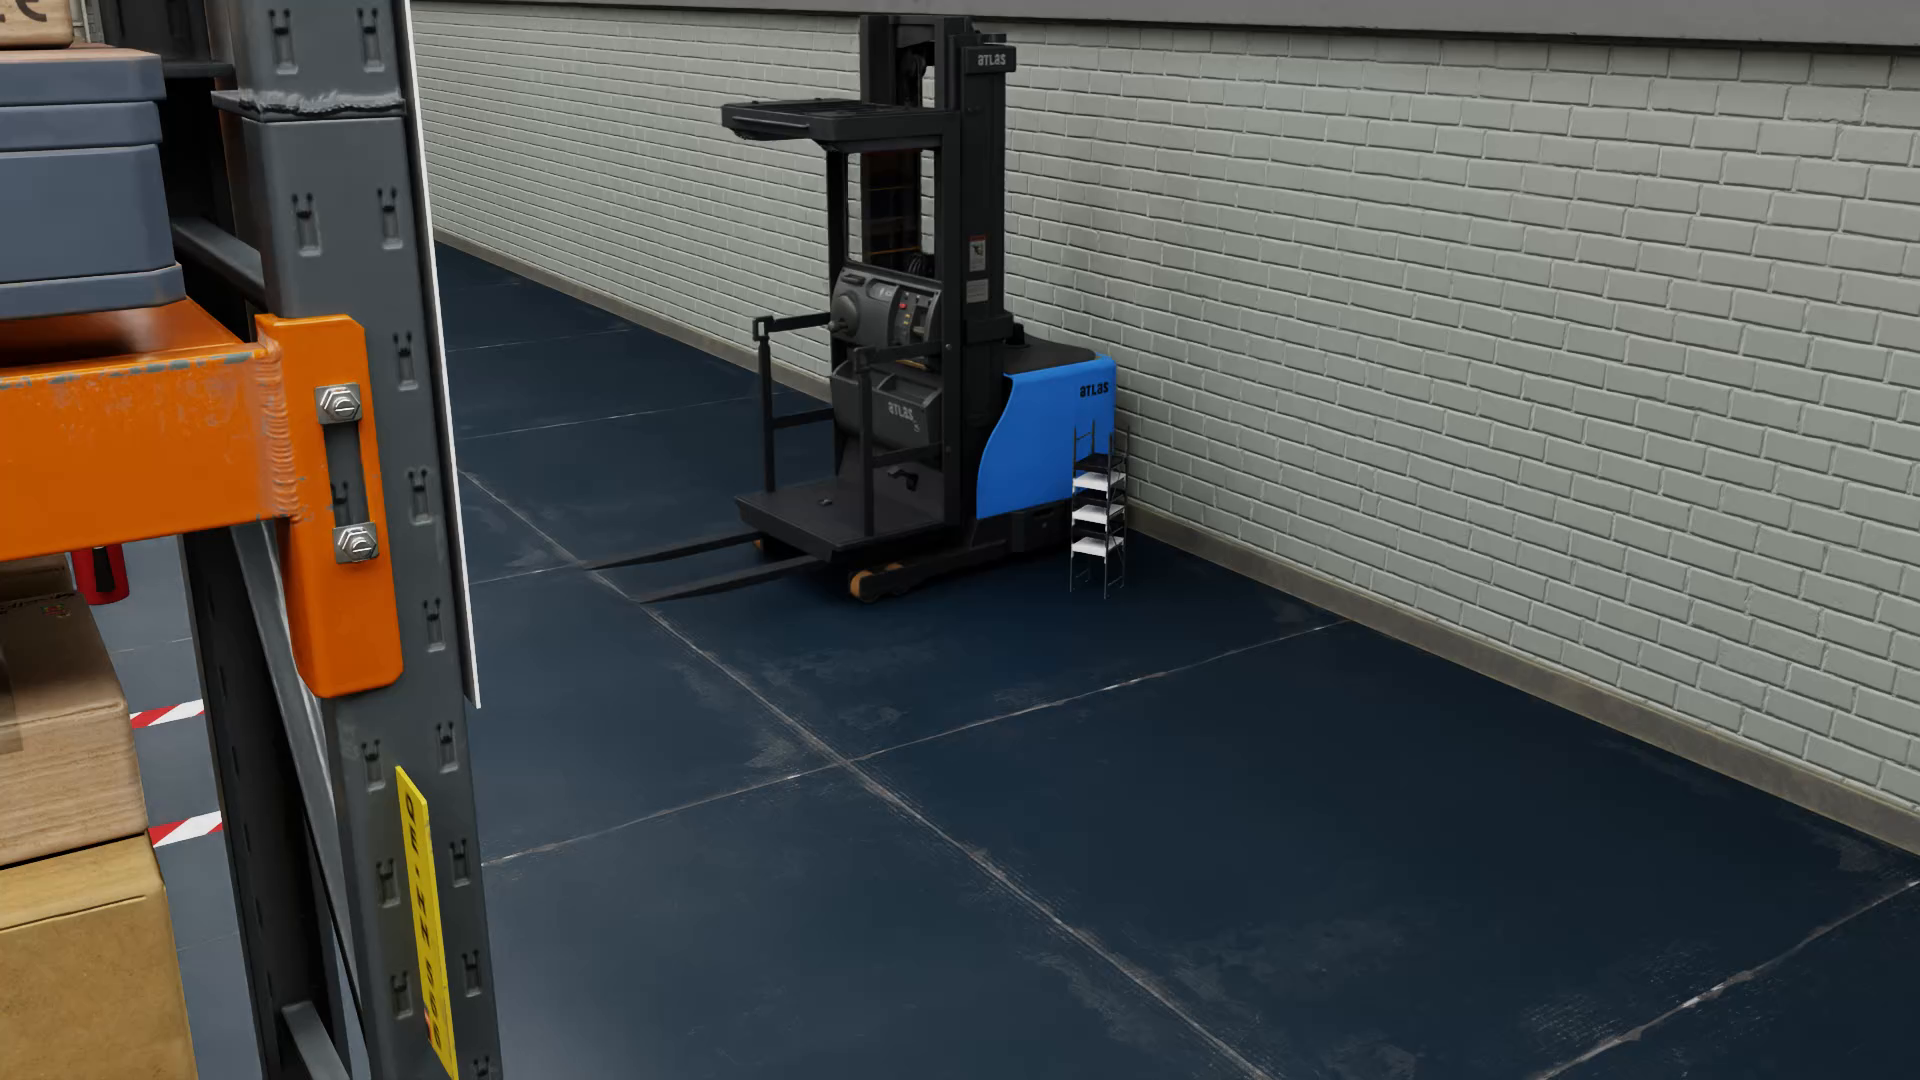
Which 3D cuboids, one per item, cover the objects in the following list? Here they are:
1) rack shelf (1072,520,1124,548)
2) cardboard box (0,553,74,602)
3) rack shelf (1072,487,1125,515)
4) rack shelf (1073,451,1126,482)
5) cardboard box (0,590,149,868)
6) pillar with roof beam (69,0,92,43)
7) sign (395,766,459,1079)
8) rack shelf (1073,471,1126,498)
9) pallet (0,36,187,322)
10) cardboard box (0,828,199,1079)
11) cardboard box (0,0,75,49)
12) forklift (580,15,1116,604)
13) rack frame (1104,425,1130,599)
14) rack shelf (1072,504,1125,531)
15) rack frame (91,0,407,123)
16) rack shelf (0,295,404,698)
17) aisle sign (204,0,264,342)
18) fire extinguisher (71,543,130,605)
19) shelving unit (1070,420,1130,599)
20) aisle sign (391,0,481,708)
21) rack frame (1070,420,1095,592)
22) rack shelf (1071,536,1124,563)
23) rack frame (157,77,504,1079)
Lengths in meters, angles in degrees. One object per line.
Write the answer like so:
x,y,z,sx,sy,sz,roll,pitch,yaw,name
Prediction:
0.741,-0.046,8.862,0.200,0.077,0.258,11,21,29,rack shelf
-1.285,0.069,2.125,0.250,0.149,0.380,-11,22,-30,cardboard box
0.741,-0.217,8.804,0.200,0.077,0.258,11,21,29,rack shelf
0.741,-0.387,8.747,0.200,0.077,0.258,11,21,29,rack shelf
-1.026,0.198,1.746,0.250,0.149,0.380,-12,22,-31,cardboard box
-10.312,-8.114,19.693,0.400,9.000,9.100,-12,22,-31,pillar with roof beam
-0.549,0.396,1.712,0.005,0.325,0.100,-12,22,-31,sign
0.741,-0.302,8.775,0.200,0.077,0.258,11,21,29,rack shelf
-1.450,-0.336,1.510,1.213,0.211,1.003,-12,22,-31,pallet
-1.108,0.537,1.756,0.500,0.500,0.500,-11,22,-30,cardboard box
-1.162,-0.584,1.526,0.500,0.250,0.500,-14,23,-36,cardboard box
-0.571,-1.249,8.864,3.031,2.935,1.130,-14,23,-35,forklift
0.829,-0.147,8.773,0.006,0.900,0.240,11,21,29,rack frame
0.741,-0.132,8.833,0.200,0.077,0.258,11,21,29,rack shelf
-0.836,-1.933,1.411,0.127,3.000,1.000,-12,22,-31,rack frame
-2.506,0.181,0.964,4.000,0.370,1.077,-12,22,-31,rack shelf
-0.935,-0.412,2.222,0.004,0.787,0.394,-12,22,-31,aisle sign
-3.179,-0.105,6.073,0.183,0.674,0.296,-12,22,-31,fire extinguisher
0.741,-0.163,8.822,0.210,0.900,0.258,11,21,29,shelving unit
-0.605,-0.252,1.747,0.004,0.787,0.394,-12,22,-31,aisle sign
0.654,-0.180,8.871,0.006,0.900,0.240,11,21,29,rack frame
0.741,0.039,8.891,0.200,0.077,0.258,11,21,29,rack shelf
-0.836,0.909,2.371,0.127,3.000,1.000,-12,22,-31,rack frame
